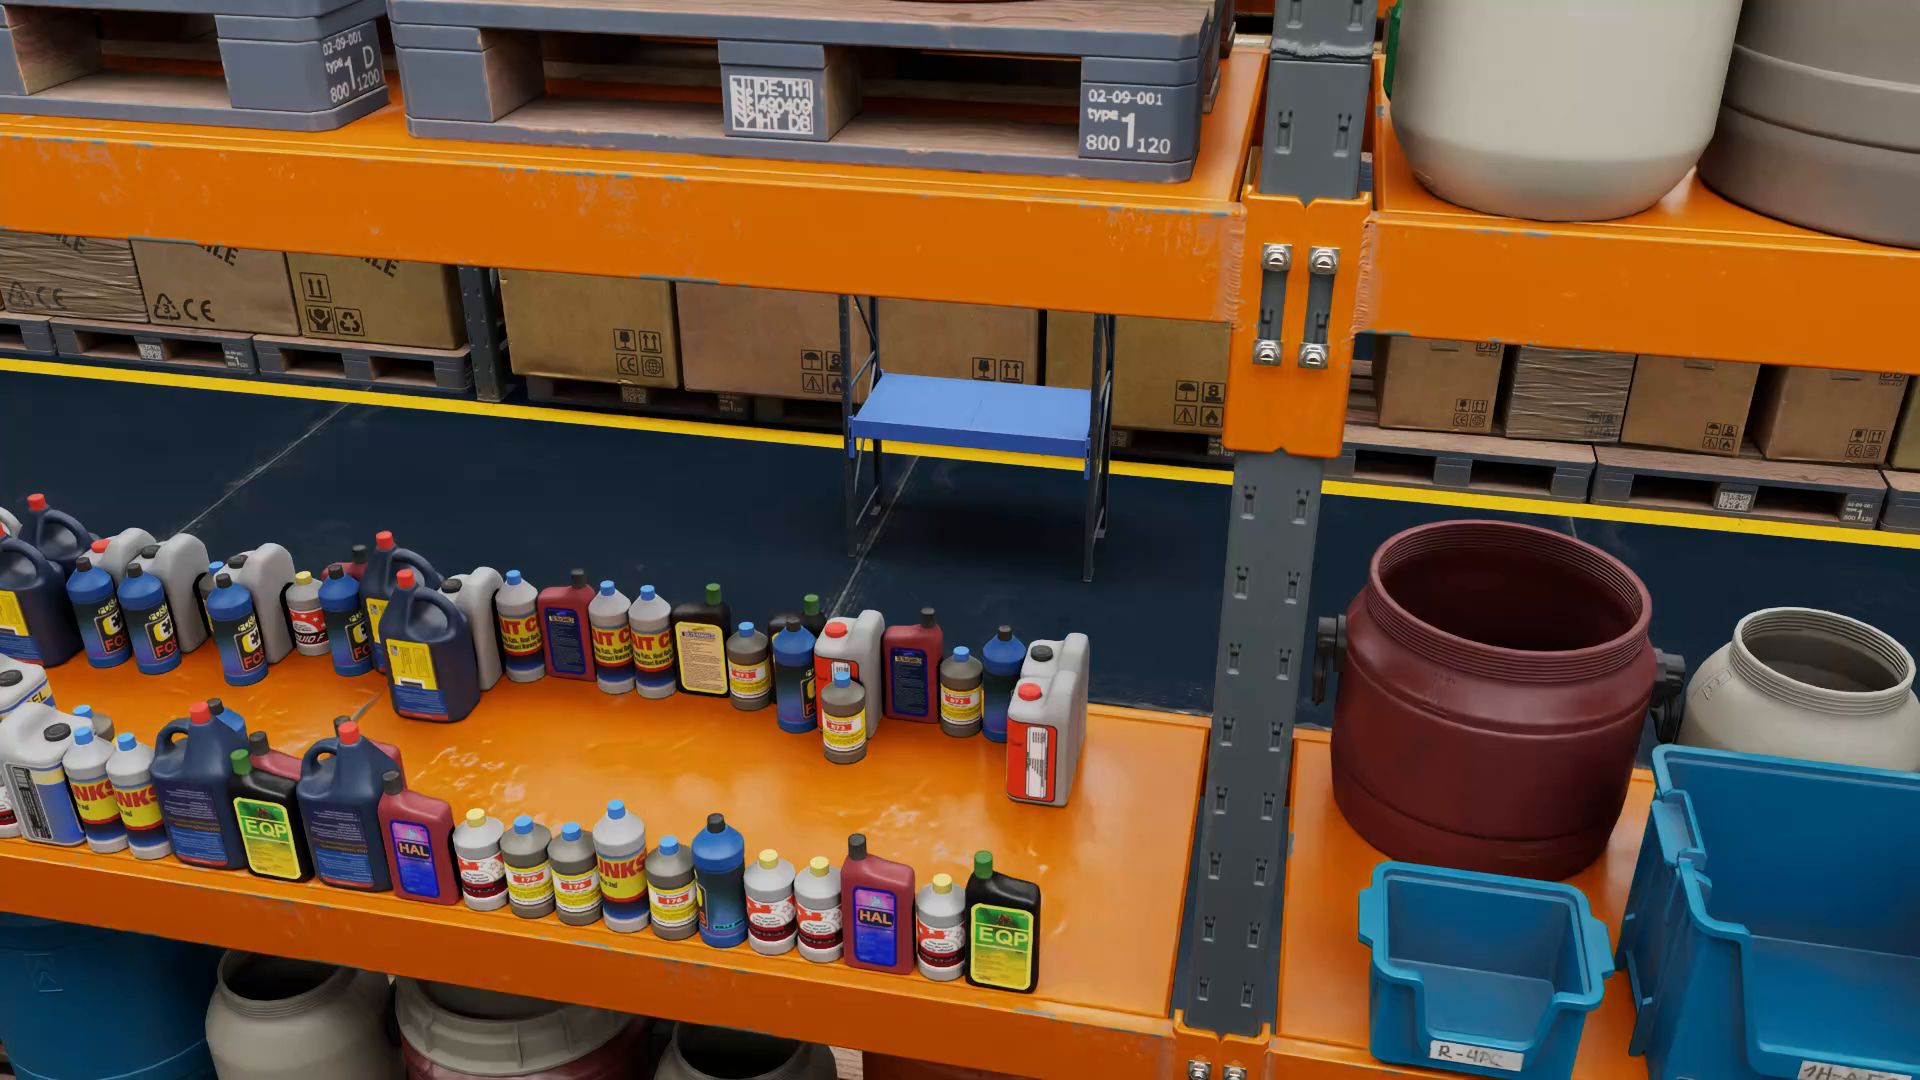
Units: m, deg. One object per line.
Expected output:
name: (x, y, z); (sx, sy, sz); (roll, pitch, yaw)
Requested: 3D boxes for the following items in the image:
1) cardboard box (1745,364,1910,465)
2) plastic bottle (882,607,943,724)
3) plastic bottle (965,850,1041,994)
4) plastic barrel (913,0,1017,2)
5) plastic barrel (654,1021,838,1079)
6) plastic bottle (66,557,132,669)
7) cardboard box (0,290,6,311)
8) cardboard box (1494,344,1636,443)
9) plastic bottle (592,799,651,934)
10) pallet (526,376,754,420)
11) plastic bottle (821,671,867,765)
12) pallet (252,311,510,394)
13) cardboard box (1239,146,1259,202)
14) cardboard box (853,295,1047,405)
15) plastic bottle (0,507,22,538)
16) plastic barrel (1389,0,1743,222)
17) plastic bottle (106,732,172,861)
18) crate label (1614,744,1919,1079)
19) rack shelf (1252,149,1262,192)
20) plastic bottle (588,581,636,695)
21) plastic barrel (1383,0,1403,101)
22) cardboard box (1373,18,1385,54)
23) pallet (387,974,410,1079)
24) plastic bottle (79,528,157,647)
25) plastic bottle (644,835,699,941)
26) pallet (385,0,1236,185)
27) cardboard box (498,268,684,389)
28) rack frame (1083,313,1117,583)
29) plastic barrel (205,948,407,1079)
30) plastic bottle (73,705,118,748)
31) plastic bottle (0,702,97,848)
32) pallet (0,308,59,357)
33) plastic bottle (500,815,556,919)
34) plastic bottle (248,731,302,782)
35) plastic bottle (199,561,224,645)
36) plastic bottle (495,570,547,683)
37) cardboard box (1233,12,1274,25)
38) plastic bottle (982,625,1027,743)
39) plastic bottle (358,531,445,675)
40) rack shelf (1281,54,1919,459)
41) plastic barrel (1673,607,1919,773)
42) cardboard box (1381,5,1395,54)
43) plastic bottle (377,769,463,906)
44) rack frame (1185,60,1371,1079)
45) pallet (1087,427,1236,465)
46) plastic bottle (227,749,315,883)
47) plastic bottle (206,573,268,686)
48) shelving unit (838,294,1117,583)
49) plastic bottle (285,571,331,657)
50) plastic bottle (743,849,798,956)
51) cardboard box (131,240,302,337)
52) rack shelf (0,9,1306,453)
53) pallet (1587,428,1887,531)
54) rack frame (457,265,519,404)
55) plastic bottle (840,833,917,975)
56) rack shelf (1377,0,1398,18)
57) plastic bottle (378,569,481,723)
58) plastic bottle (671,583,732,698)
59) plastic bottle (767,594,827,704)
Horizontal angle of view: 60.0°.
cardboard box: (3.902, -0.731, 7.606); (0.500, 0.500, 0.700); (3, 29, 6)
plastic bottle: (-0.106, 0.277, 3.742); (0.133, 0.283, 0.061); (6, 29, 11)
plastic bottle: (0.077, 0.686, 2.995); (0.133, 0.283, 0.061); (6, 29, 11)
plastic barrel: (0.007, -1.272, 2.441); (0.708, 0.830, 0.600); (6, 29, 11)
plastic barrel: (-0.491, 1.326, 3.857); (0.421, 0.512, 0.421); (0, 29, 0)
plastic bottle: (-2.055, 0.166, 3.958); (0.097, 0.271, 0.097); (0, 29, 0)
cardboard box: (-5.585, -1.879, 9.333); (0.875, 0.875, 0.875); (6, 29, 11)
cardboard box: (2.800, -0.840, 7.806); (0.500, 0.500, 0.700); (3, 29, 6)
plastic bottle: (-0.639, 0.609, 3.148); (0.097, 0.271, 0.097); (0, 29, 0)
pallet: (-1.546, -0.987, 8.833); (1.213, 0.211, 1.003); (6, 29, 11)
plastic bottle: (-0.254, 0.381, 3.637); (0.097, 0.201, 0.097); (0, 29, 0)
pallet: (-3.043, -1.142, 9.116); (1.213, 0.211, 1.003); (6, 29, 11)
cardboard box: (1.062, -1.828, 7.361); (0.500, 0.500, 0.500); (7, 29, 12)
cardboard box: (0.055, -1.275, 8.231); (0.875, 0.875, 1.225); (6, 29, 11)
plastic bottle: (-2.383, 0.034, 4.115); (0.185, 0.351, 0.144); (6, 29, 11)
plastic barrel: (0.801, -0.715, 2.192); (0.421, 0.512, 0.421); (0, 29, 0)
plastic bottle: (-1.642, 0.506, 3.336); (0.097, 0.271, 0.097); (0, 29, 0)
crate label: (1.477, 0.686, 2.836); (0.616, 0.435, 0.502); (6, 29, 11)
rack shelf: (-0.360, -1.736, 8.046); (4.000, 0.370, 1.077); (6, 29, 11)
plastic bottle: (-0.806, 0.219, 3.860); (0.097, 0.271, 0.097); (0, 29, 0)
plastic barrel: (0.814, -0.772, 2.574); (0.294, 0.245, 0.294); (0, 29, 0)
cardboard box: (3.307, -3.264, 11.994); (0.750, 0.750, 1.050); (5, 29, 10)
pallet: (-1.408, 1.515, 4.262); (1.213, 0.211, 1.003); (6, 29, 11)
plastic bottle: (-2.047, 0.103, 4.067); (0.135, 0.276, 0.152); (6, 29, 11)
plastic bottle: (-0.543, 0.649, 3.147); (0.097, 0.201, 0.097); (0, 29, 0)
pallet: (-0.166, -0.880, 2.808); (1.213, 0.211, 1.003); (6, 29, 11)
cardboard box: (-1.686, -1.449, 8.549); (0.875, 0.875, 1.225); (6, 29, 11)
rack frame: (0.581, -0.598, 6.781); (0.032, 1.500, 0.500); (6, 29, 11)
plastic barrel: (-1.596, 1.213, 4.064); (0.421, 0.512, 0.421); (0, 29, 0)
plastic bottle: (-1.837, 0.442, 3.526); (0.097, 0.201, 0.097); (0, 29, 0)
plastic bottle: (-1.845, 0.470, 3.397); (0.135, 0.276, 0.152); (6, 29, 11)
pallet: (-5.429, -1.387, 9.563); (1.213, 0.211, 1.003); (6, 29, 11)
plastic bottle: (-0.829, 0.620, 3.200); (0.097, 0.201, 0.097); (0, 29, 0)
plastic bottle: (-1.339, 0.511, 3.315); (0.133, 0.283, 0.061); (6, 29, 11)
plastic bottle: (-1.796, 0.148, 4.062); (0.097, 0.201, 0.097); (0, 29, 0)
plastic bottle: (-1.031, 0.196, 3.902); (0.097, 0.271, 0.097); (0, 29, 0)
cardboard box: (2.107, -3.770, 12.397); (0.500, 0.250, 0.500); (5, 29, 8)
plastic bottle: (0.098, 0.312, 3.691); (0.097, 0.271, 0.097); (0, 29, 0)
plastic bottle: (-1.306, 0.145, 3.914); (0.185, 0.351, 0.144); (6, 29, 11)
rack shelf: (2.518, -0.324, 2.345); (4.000, 0.370, 1.077); (6, 29, 11)
plastic barrel: (1.612, 0.429, 3.226); (0.421, 0.512, 0.421); (0, 29, 0)
cardboard box: (2.132, -2.044, 7.318); (0.500, 0.500, 0.500); (2, 29, 4)
plastic bottle: (-1.041, 0.571, 3.204); (0.133, 0.283, 0.061); (6, 29, 11)
rack frame: (0.562, 0.475, 3.259); (0.127, 3.000, 1.000); (6, 29, 11)
pallet: (0.841, -0.742, 8.386); (1.213, 0.211, 1.003); (6, 29, 11)
plastic bottle: (-1.352, 0.540, 3.262); (0.133, 0.283, 0.061); (6, 29, 11)
plastic bottle: (-1.696, 0.203, 3.890); (0.097, 0.271, 0.097); (0, 29, 0)
shelving unit: (0.083, -0.649, 6.874); (1.048, 1.500, 0.538); (6, 29, 11)
plastic bottle: (-1.569, 0.172, 4.020); (0.097, 0.201, 0.097); (0, 29, 0)
plastic bottle: (-0.353, 0.669, 3.111); (0.097, 0.201, 0.097); (0, 29, 0)
cardboard box: (-3.825, -1.698, 9.004); (0.875, 0.875, 0.875); (6, 29, 11)
rack shelf: (-1.394, -0.726, 3.077); (4.000, 0.370, 1.077); (6, 29, 11)
pallet: (3.549, -0.425, 7.807); (1.213, 0.211, 1.003); (6, 29, 11)
rack frame: (-2.316, -2.252, 8.240); (0.127, 3.000, 1.000); (6, 29, 11)
plastic bottle: (-0.149, 0.663, 3.037); (0.133, 0.283, 0.061); (6, 29, 11)
rack shelf: (4.686, -3.654, 11.550); (4.000, 0.370, 1.077); (6, 29, 11)
plastic bottle: (-1.206, 0.230, 3.758); (0.185, 0.351, 0.144); (6, 29, 11)
plastic bottle: (-0.594, 0.227, 3.834); (0.133, 0.283, 0.061); (6, 29, 11)
plastic bottle: (-0.368, 0.250, 3.792); (0.133, 0.283, 0.061); (6, 29, 11)
